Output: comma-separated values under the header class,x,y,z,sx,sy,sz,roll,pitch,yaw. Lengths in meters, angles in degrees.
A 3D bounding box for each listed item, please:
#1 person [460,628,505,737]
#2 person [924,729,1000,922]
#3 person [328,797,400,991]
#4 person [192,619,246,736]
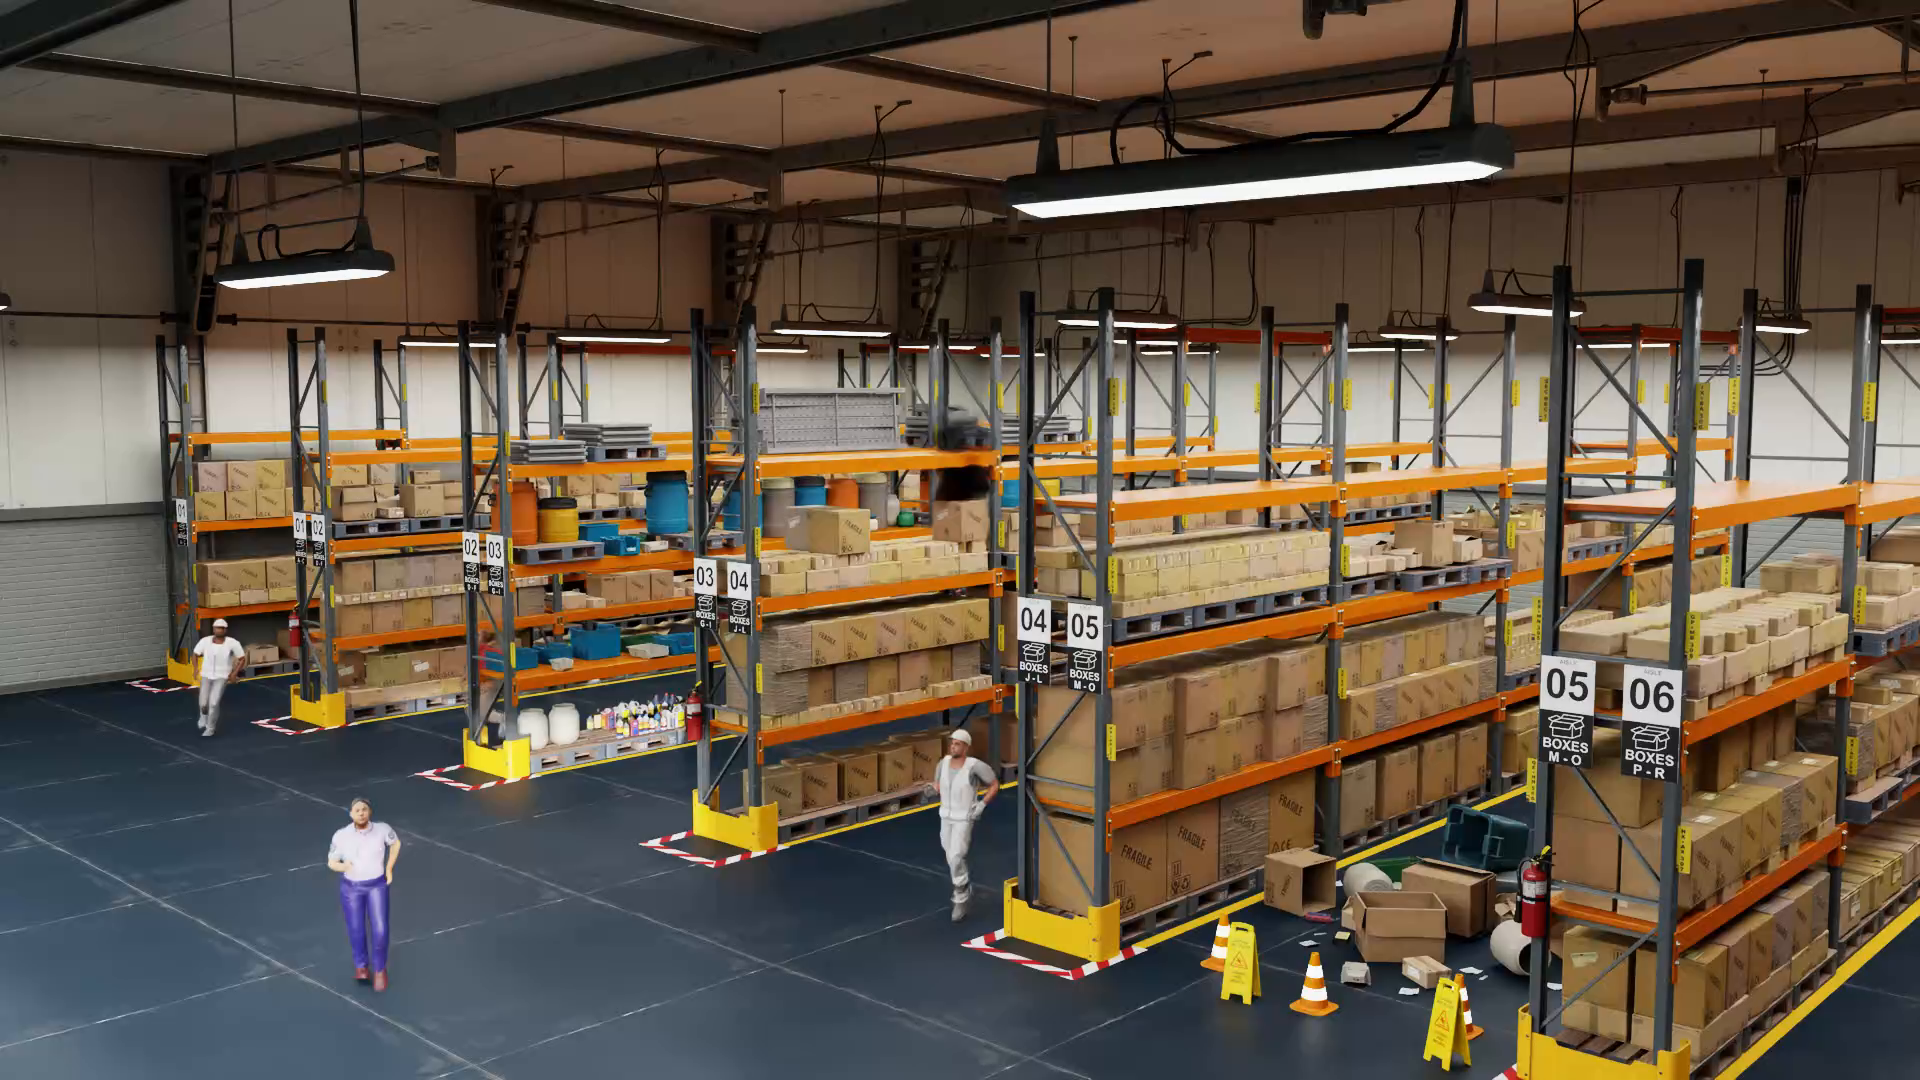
class,x,y,z,sx,sy,sz,roll,pitch,yaw
person,-6.792,2.089,23.804,0.710,1.672,0.631,4,6,33
person,-0.025,2.751,16.208,0.661,1.822,0.669,4,7,37
person,-5.077,3.028,14.202,0.586,1.676,0.661,-2,6,-19
person,-10.937,2.009,24.554,0.744,1.714,0.600,-2,6,-16
